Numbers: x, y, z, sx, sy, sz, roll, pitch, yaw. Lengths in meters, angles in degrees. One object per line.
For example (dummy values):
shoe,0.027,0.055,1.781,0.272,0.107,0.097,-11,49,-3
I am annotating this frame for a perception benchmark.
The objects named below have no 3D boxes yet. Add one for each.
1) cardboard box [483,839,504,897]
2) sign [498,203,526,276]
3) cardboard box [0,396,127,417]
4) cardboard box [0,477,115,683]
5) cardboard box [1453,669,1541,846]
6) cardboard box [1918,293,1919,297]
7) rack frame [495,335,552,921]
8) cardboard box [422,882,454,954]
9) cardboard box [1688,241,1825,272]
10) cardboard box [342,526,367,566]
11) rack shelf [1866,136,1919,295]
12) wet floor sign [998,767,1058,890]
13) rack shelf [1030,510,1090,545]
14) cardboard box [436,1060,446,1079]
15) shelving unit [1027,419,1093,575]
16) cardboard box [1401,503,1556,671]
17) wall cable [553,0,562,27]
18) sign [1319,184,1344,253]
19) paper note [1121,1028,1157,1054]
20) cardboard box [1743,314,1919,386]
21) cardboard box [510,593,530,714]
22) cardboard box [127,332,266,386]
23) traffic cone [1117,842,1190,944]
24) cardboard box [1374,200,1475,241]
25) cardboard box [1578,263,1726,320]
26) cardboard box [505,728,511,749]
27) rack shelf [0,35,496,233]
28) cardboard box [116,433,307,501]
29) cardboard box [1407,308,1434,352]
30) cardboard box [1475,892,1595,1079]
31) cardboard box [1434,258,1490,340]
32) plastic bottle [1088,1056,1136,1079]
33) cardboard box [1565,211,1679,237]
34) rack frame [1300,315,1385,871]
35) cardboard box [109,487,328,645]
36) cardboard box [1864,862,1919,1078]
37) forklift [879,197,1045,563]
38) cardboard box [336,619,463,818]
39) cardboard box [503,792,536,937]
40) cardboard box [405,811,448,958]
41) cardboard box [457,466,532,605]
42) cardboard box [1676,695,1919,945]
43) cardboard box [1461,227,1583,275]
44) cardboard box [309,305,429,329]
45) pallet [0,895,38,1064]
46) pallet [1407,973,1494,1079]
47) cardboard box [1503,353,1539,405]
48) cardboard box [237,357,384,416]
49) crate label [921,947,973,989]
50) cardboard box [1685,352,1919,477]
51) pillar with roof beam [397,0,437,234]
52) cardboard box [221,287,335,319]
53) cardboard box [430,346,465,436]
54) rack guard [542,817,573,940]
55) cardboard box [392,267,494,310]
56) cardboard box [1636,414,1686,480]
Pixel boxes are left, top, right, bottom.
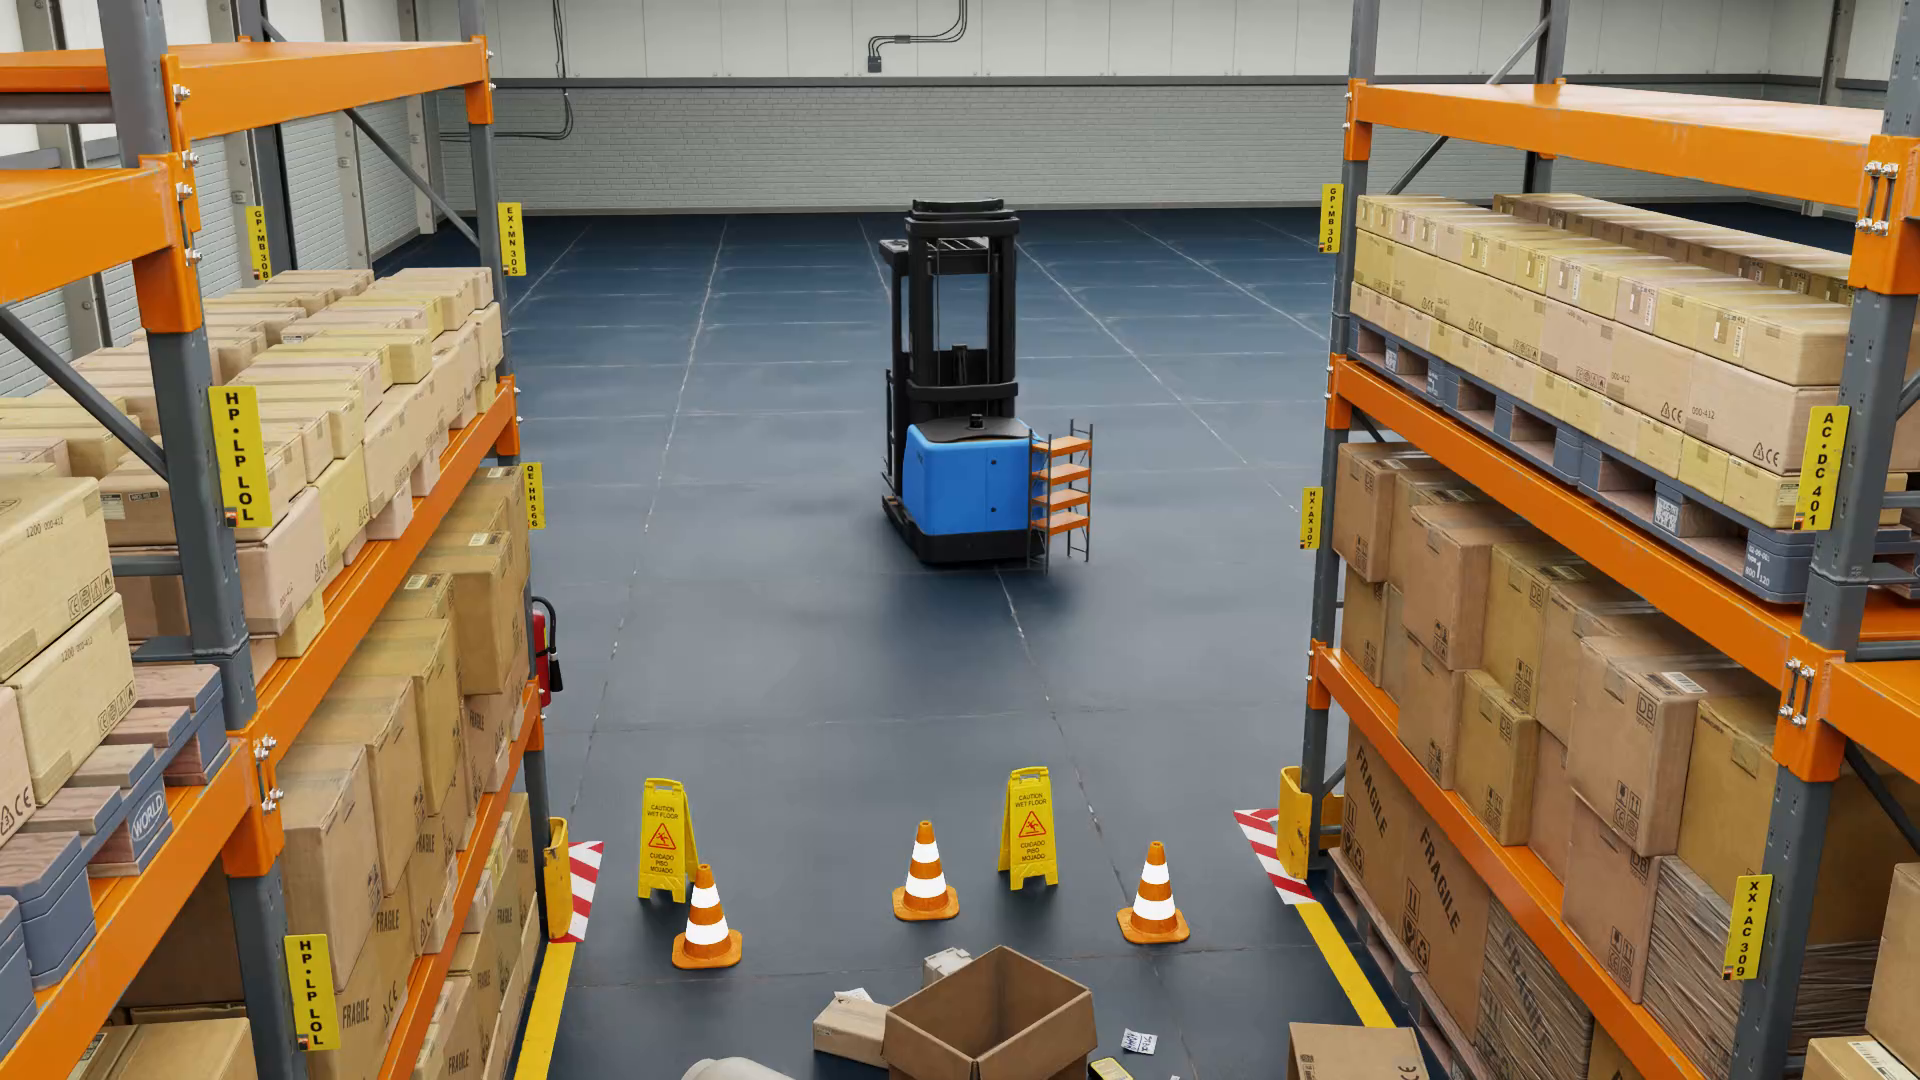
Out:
cardboard box,-2.107,1.365,6.877,0.380,0.149,0.250,-1,17,-5
sign,-2.022,-1.357,7.507,0.100,0.325,0.005,-2,18,-6
cardboard box,-2.612,-0.309,4.733,0.380,0.149,0.250,-1,17,-4
cardboard box,-1.977,0.070,3.155,0.500,0.250,0.500,-1,17,-4
cardboard box,2.527,0.853,6.703,0.875,0.550,0.500,-2,18,-6
cardboard box,2.997,-0.694,5.092,0.380,0.149,0.250,-2,18,-6
rack frame,-2.576,0.507,8.053,1.000,3.000,0.127,-2,18,-6
cardboard box,-2.000,1.334,5.840,0.380,0.149,0.250,-2,18,-5
cardboard box,2.893,-0.996,6.054,0.380,0.149,0.250,-2,18,-6
cardboard box,-2.062,-0.018,5.140,0.380,0.149,0.250,-2,18,-7
rack shelf,2.956,-0.216,2.211,1.077,0.370,4.000,-2,18,-6
wet floor sign,0.364,1.500,8.821,0.267,0.644,0.232,-5,18,-15
rack shelf,0.827,-0.108,13.904,0.480,0.148,0.258,-16,24,-40
cardboard box,-2.023,2.110,5.587,0.500,0.500,0.500,-1,17,-3
shelving unit,0.828,-0.362,13.823,0.503,1.200,0.258,-16,24,-40
cardboard box,2.408,0.181,7.038,0.875,0.550,0.550,-2,18,-6
wall cable,-7.730,-12.833,37.283,3.097,2.526,0.112,-2,18,-6
sign,1.784,-1.546,7.995,0.100,0.325,0.005,-2,18,-6
paper note,0.806,2.249,7.465,0.144,0.017,0.142,4,18,13
cardboard box,2.395,-0.523,4.547,0.380,0.149,0.250,-2,18,-6
cardboard box,-2.246,0.471,7.505,0.500,0.500,0.500,-2,18,-7
cardboard box,-2.617,-0.618,5.717,0.380,0.149,0.250,-1,17,-4
traffic cone,0.979,1.737,8.372,0.336,0.463,0.334,-2,18,-6
cardboard box,2.080,-1.431,7.441,0.380,0.149,0.250,-2,18,-5
cardboard box,2.289,-0.825,5.508,0.380,0.149,0.250,-2,18,-5
cardboard box,-2.183,0.881,7.282,0.380,0.149,0.250,-2,18,-7
rack shelf,-2.370,-1.414,5.364,1.077,0.370,4.000,-2,18,-6
cardboard box,-1.927,-0.173,4.301,0.380,0.149,0.250,-1,17,-4
cardboard box,2.132,-0.897,7.069,0.380,0.149,0.250,-2,18,-5
cardboard box,2.657,1.872,6.554,0.875,0.875,0.875,-2,18,-5
cardboard box,2.238,-0.972,6.643,0.500,0.250,0.500,-2,18,-6
plastic bottle,0.674,2.330,7.152,0.133,0.061,0.283,-8,19,-25
cardboard box,2.788,-1.298,7.015,0.380,0.149,0.250,-1,17,-5
rack frame,2.337,0.324,8.636,1.000,3.000,0.127,-2,18,-6
cardboard box,-1.937,0.058,4.230,0.500,0.250,0.500,-2,18,-7
cardboard box,2.806,1.139,4.205,0.700,0.500,0.500,-2,18,-7
forklift,-0.105,-1.609,14.908,1.130,2.935,3.031,-4,18,-12
cardboard box,-2.049,0.591,5.453,0.700,0.500,0.500,-2,18,-7
cardboard box,-2.234,1.492,7.555,0.500,0.500,0.500,-2,18,-5
cardboard box,-2.046,1.071,5.594,0.500,0.500,0.500,-2,18,-6
cardboard box,-2.307,-0.014,7.380,0.700,0.500,0.500,-2,18,-7
cardboard box,2.746,0.818,5.009,0.875,0.550,0.550,-2,18,-6
cardboard box,2.185,-1.127,6.472,0.380,0.149,0.250,-2,18,-6
cardboard box,-2.222,-0.789,6.262,0.380,0.149,0.250,-2,18,-6
pallet,-2.096,0.854,2.255,1.213,0.211,1.003,-2,18,-6
pallet,2.620,2.253,7.147,1.003,0.211,1.213,-2,18,-6
cardboard box,2.236,-0.596,6.113,0.380,0.149,0.250,-2,18,-6
cardboard box,-2.060,-0.483,5.287,0.380,0.149,0.250,-2,18,-6
crate label,-0.037,2.058,7.892,0.250,0.136,0.298,-12,21,-34
cardboard box,2.443,-0.372,4.732,0.500,0.250,0.500,-2,18,-6
pillar with roof beam,-7.150,-11.036,34.806,9.100,9.000,0.400,-2,18,-6
cardboard box,-2.736,-0.921,6.683,0.380,0.149,0.250,-2,18,-6
cardboard box,-2.147,-0.546,6.153,0.500,0.250,0.500,-1,17,-4
rack guard,-2.569,1.723,8.355,1.175,0.500,0.348,-2,18,-6
cardboard box,-2.248,-1.093,7.230,0.380,0.149,0.250,-2,18,-5
cardboard box,2.339,-0.294,5.149,0.380,0.149,0.250,-2,17,-5
